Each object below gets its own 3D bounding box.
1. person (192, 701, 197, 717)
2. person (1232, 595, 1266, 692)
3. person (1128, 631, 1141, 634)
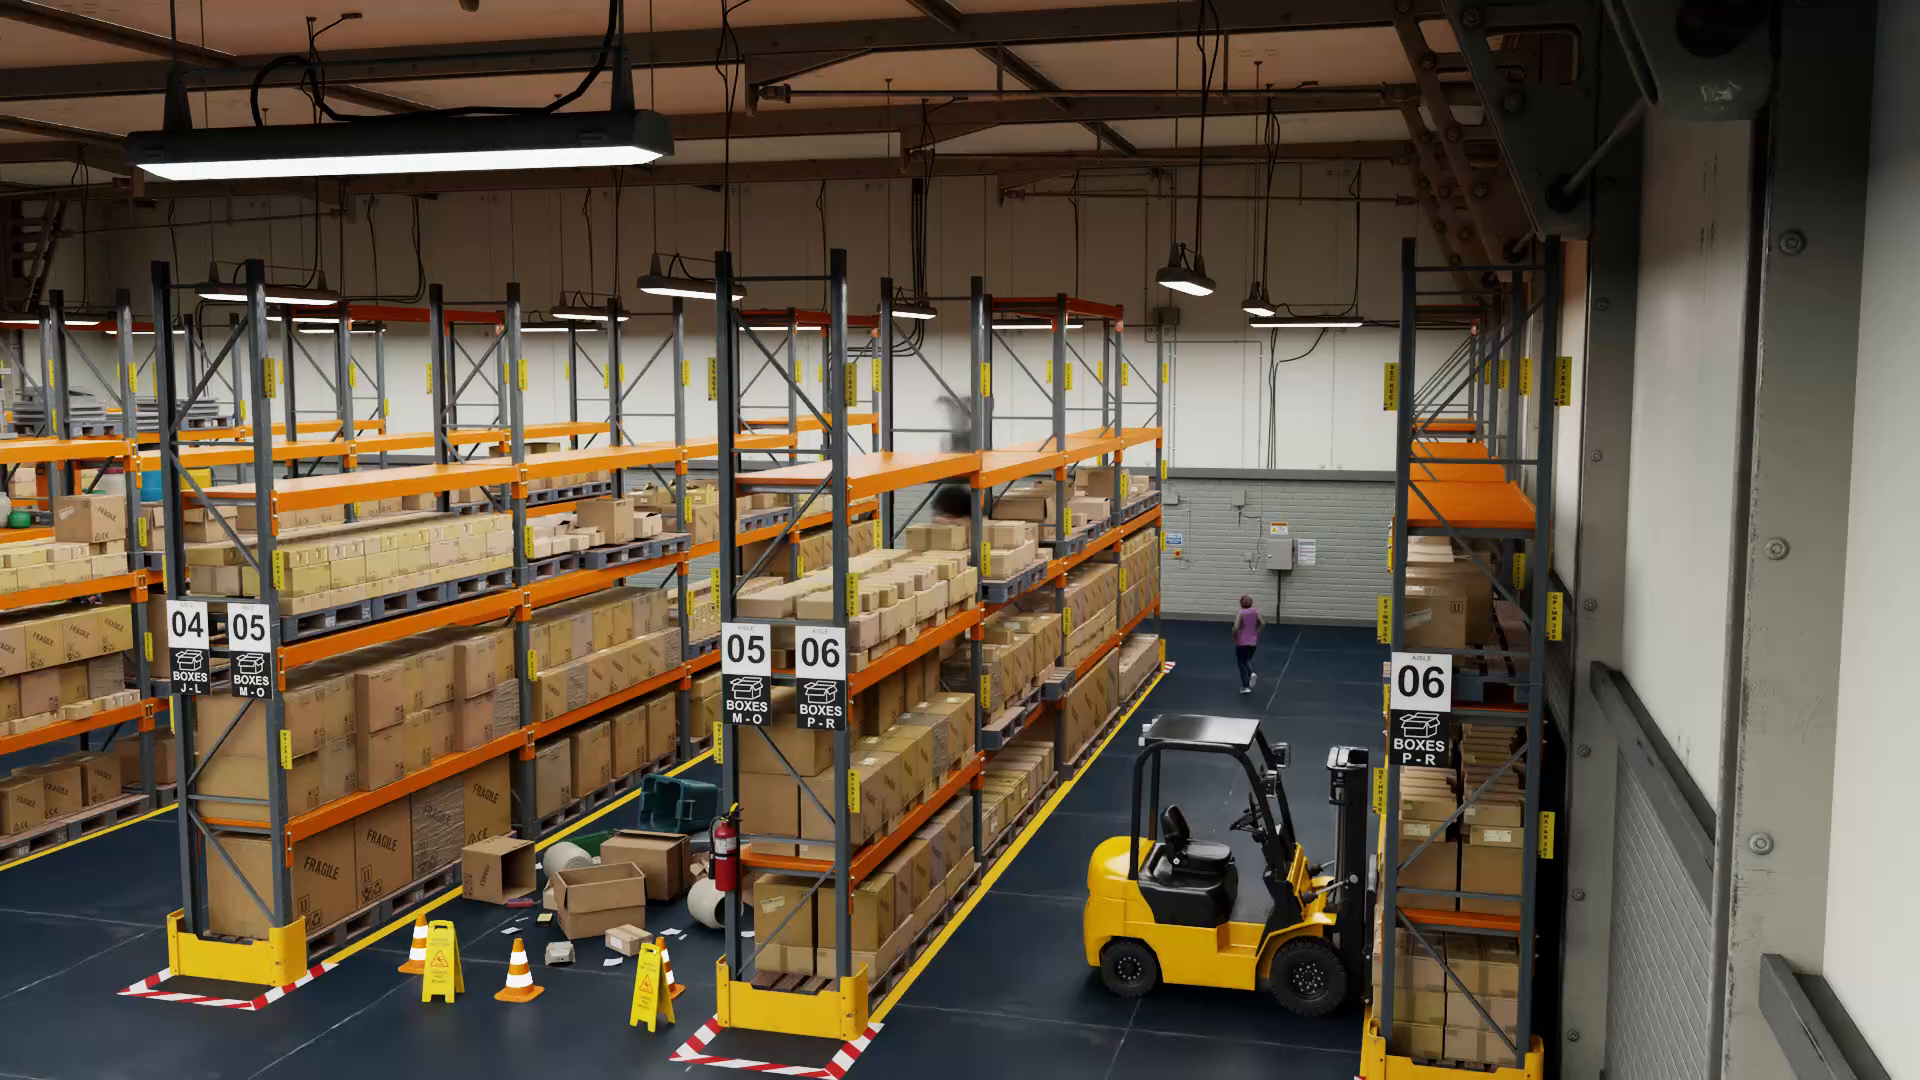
[{"bbox_3d":[-10.419,1.852,22.690,0.709,1.771,1.034,1,6,10],"label":"person"},{"bbox_3d":[4.522,1.637,26.148,0.539,1.566,0.500,-2,6,-16],"label":"person"},{"bbox_3d":[2.838,1.249,29.177,0.801,1.705,0.669,1,6,8],"label":"person"}]
